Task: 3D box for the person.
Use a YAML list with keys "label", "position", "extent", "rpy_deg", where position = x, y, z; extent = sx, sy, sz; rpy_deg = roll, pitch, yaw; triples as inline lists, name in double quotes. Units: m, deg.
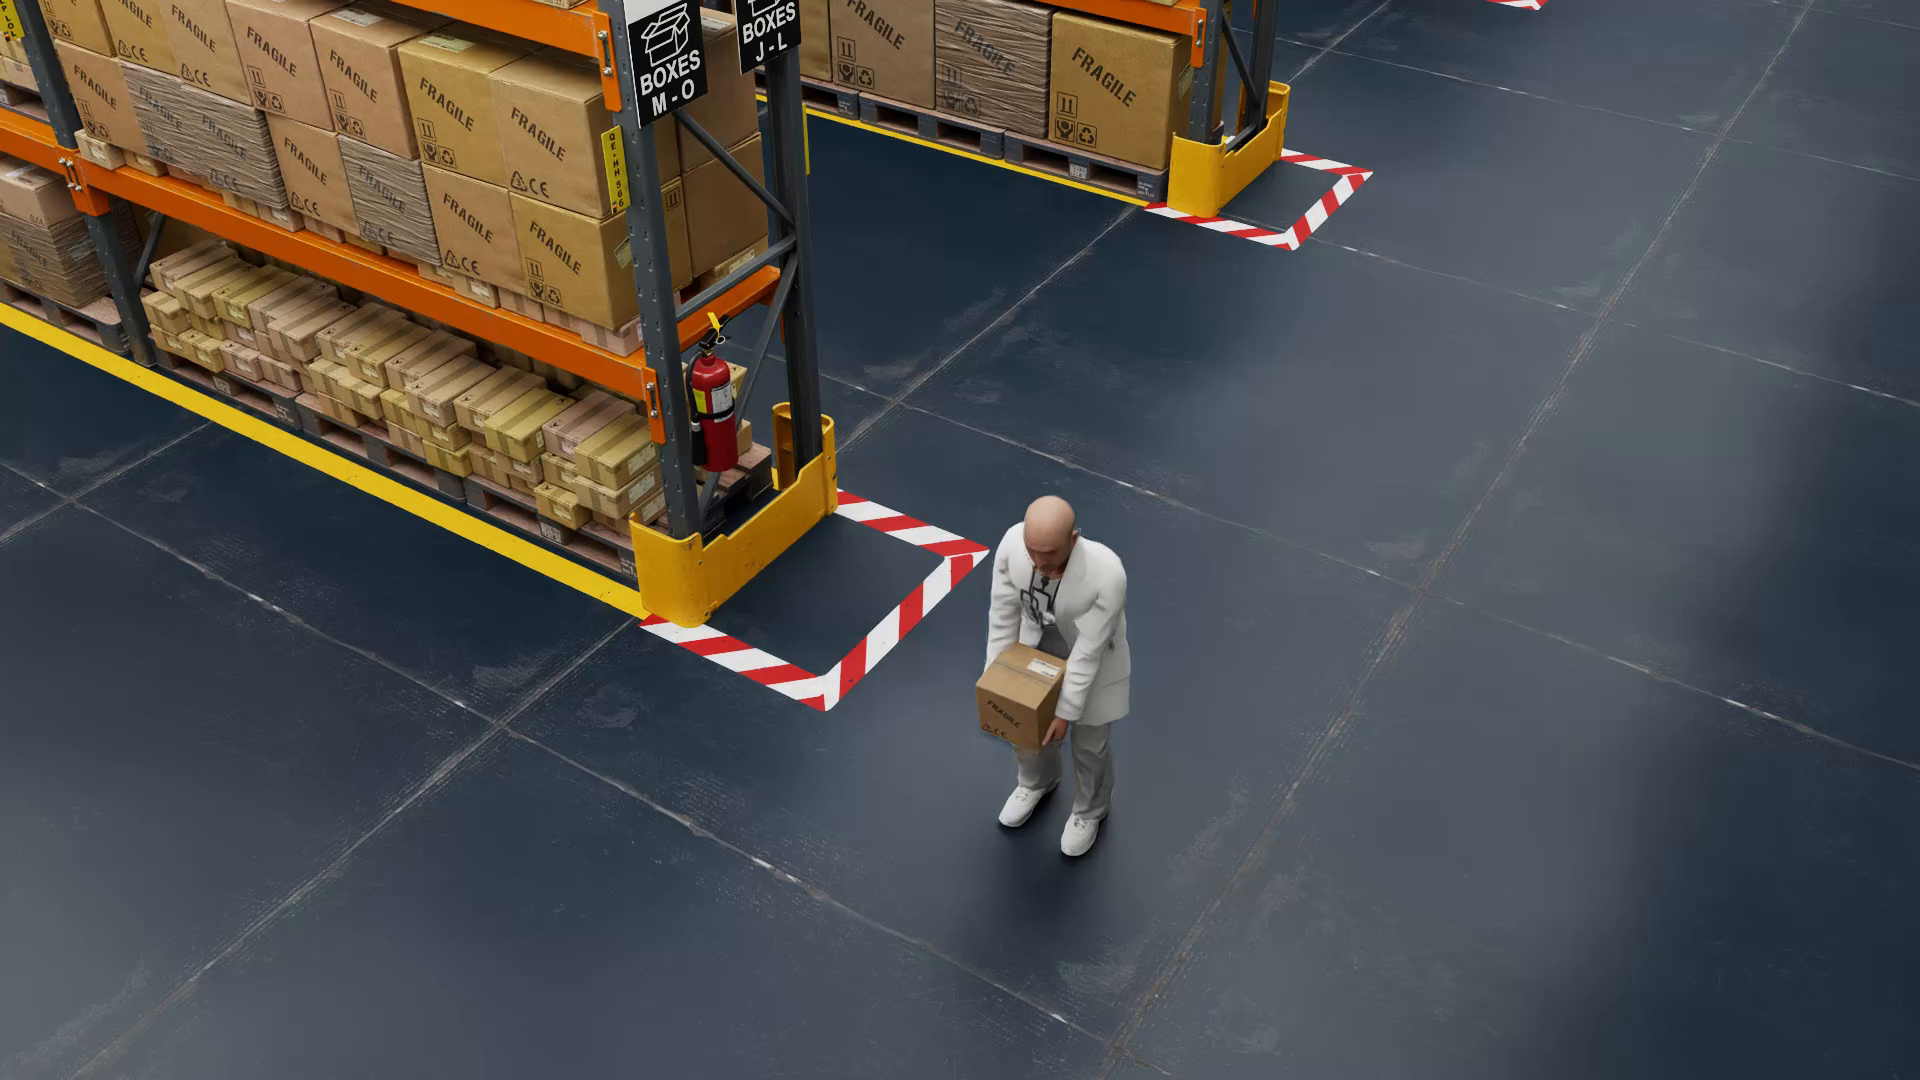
- label: "person"
  position: [0.346, 0.476, 6.134]
  extent: [0.541, 1.720, 0.618]
  rpy_deg: [21, 42, 24]
